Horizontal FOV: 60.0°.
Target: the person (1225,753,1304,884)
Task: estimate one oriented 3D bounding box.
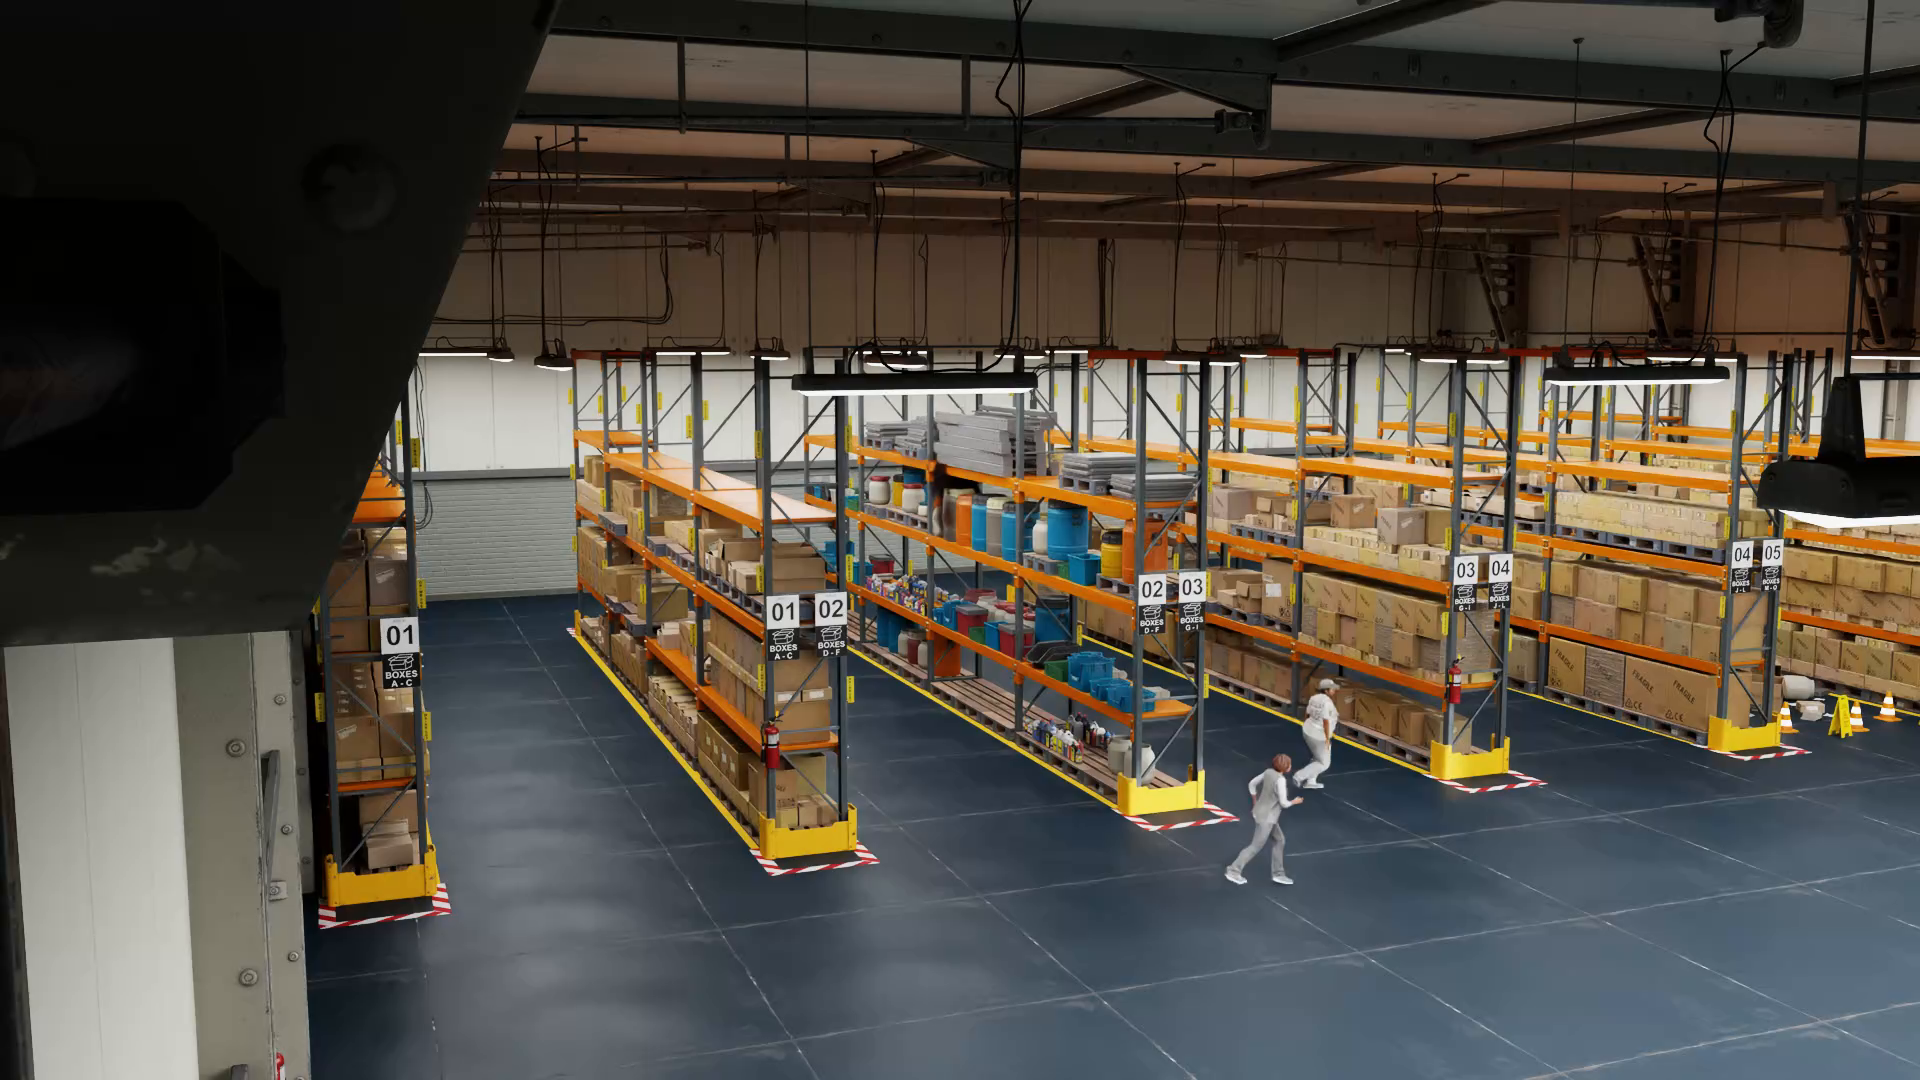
[{"bbox_3d":[3.473,3.202,18.973,0.904,1.567,0.533,-1,7,-4],"label":"person"}]

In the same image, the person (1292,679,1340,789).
[{"bbox_3d":[4.875,2.690,22.892,0.624,1.584,0.642,-2,7,-15],"label":"person"}]
